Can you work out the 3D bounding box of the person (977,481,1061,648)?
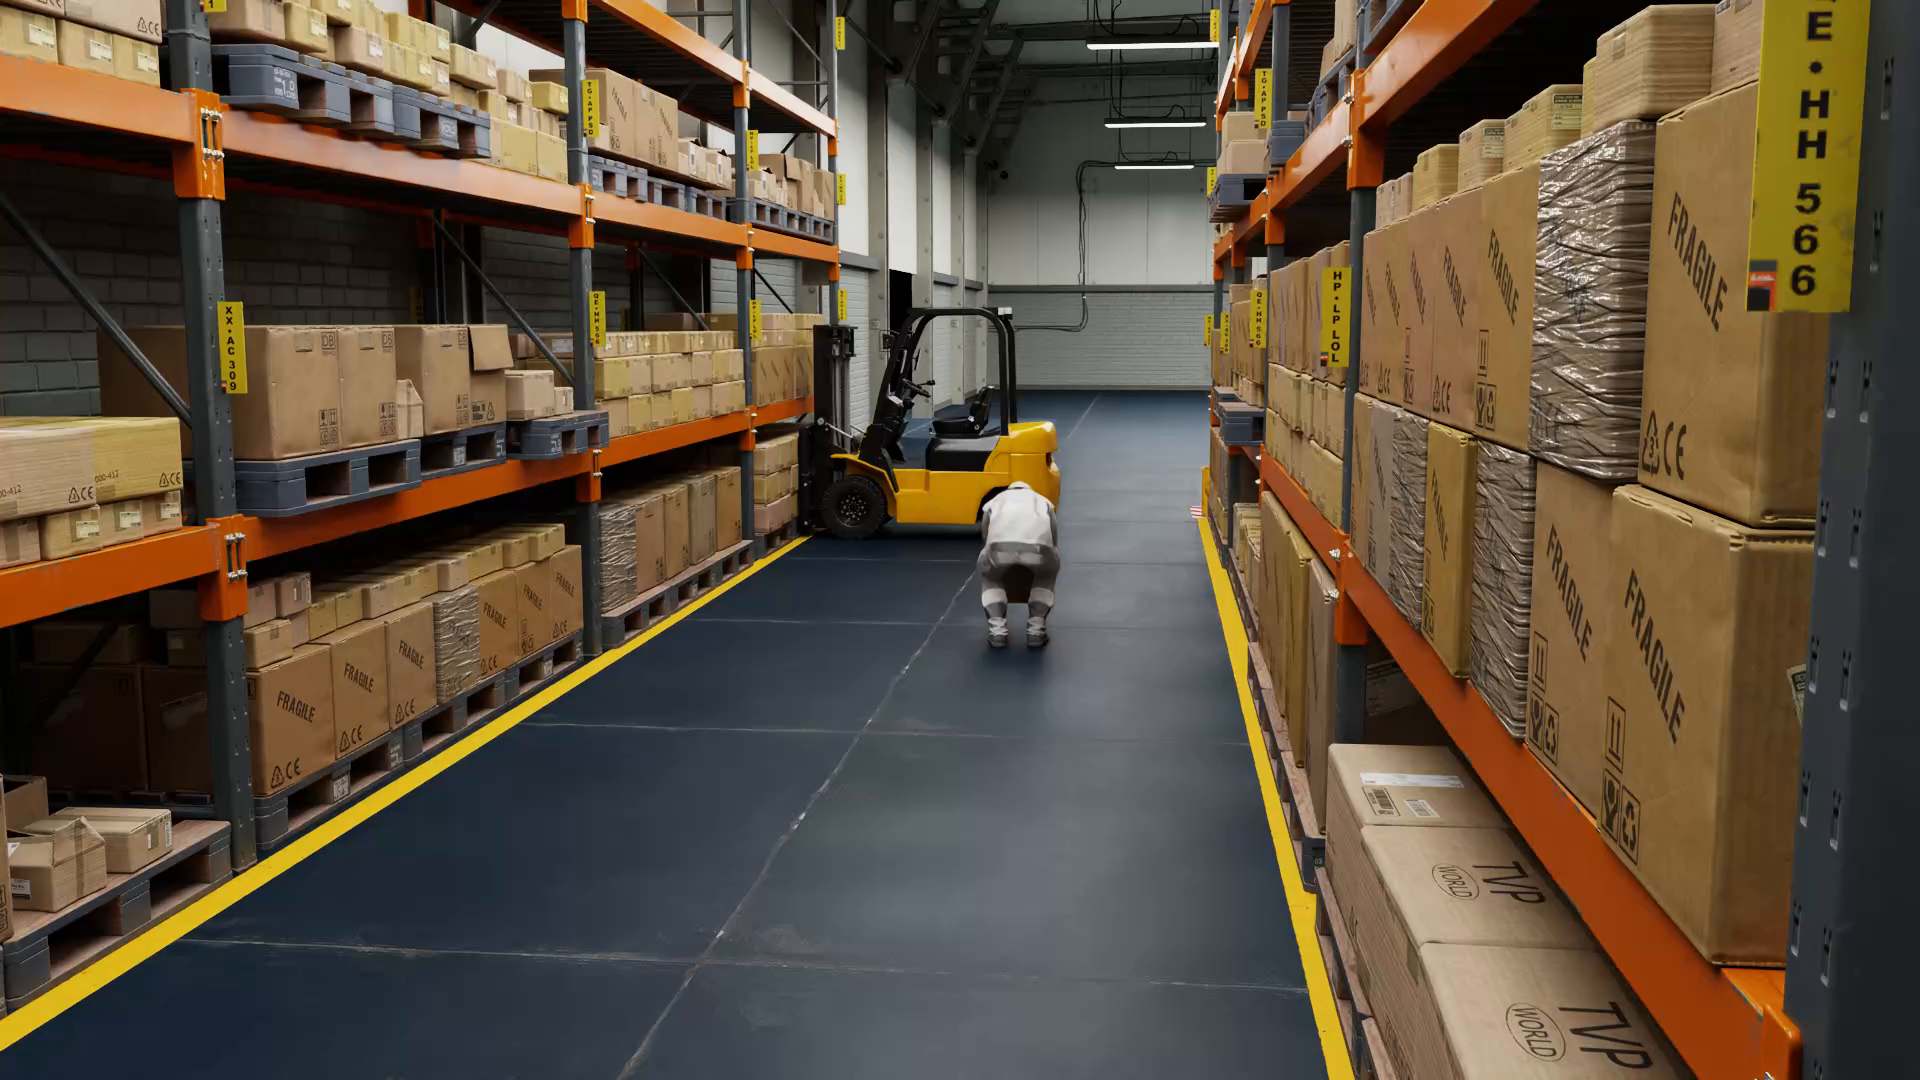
[{"bbox_3d":[0.376,0.153,10.606,0.530,0.988,0.950,1,8,4],"label":"person"}]
